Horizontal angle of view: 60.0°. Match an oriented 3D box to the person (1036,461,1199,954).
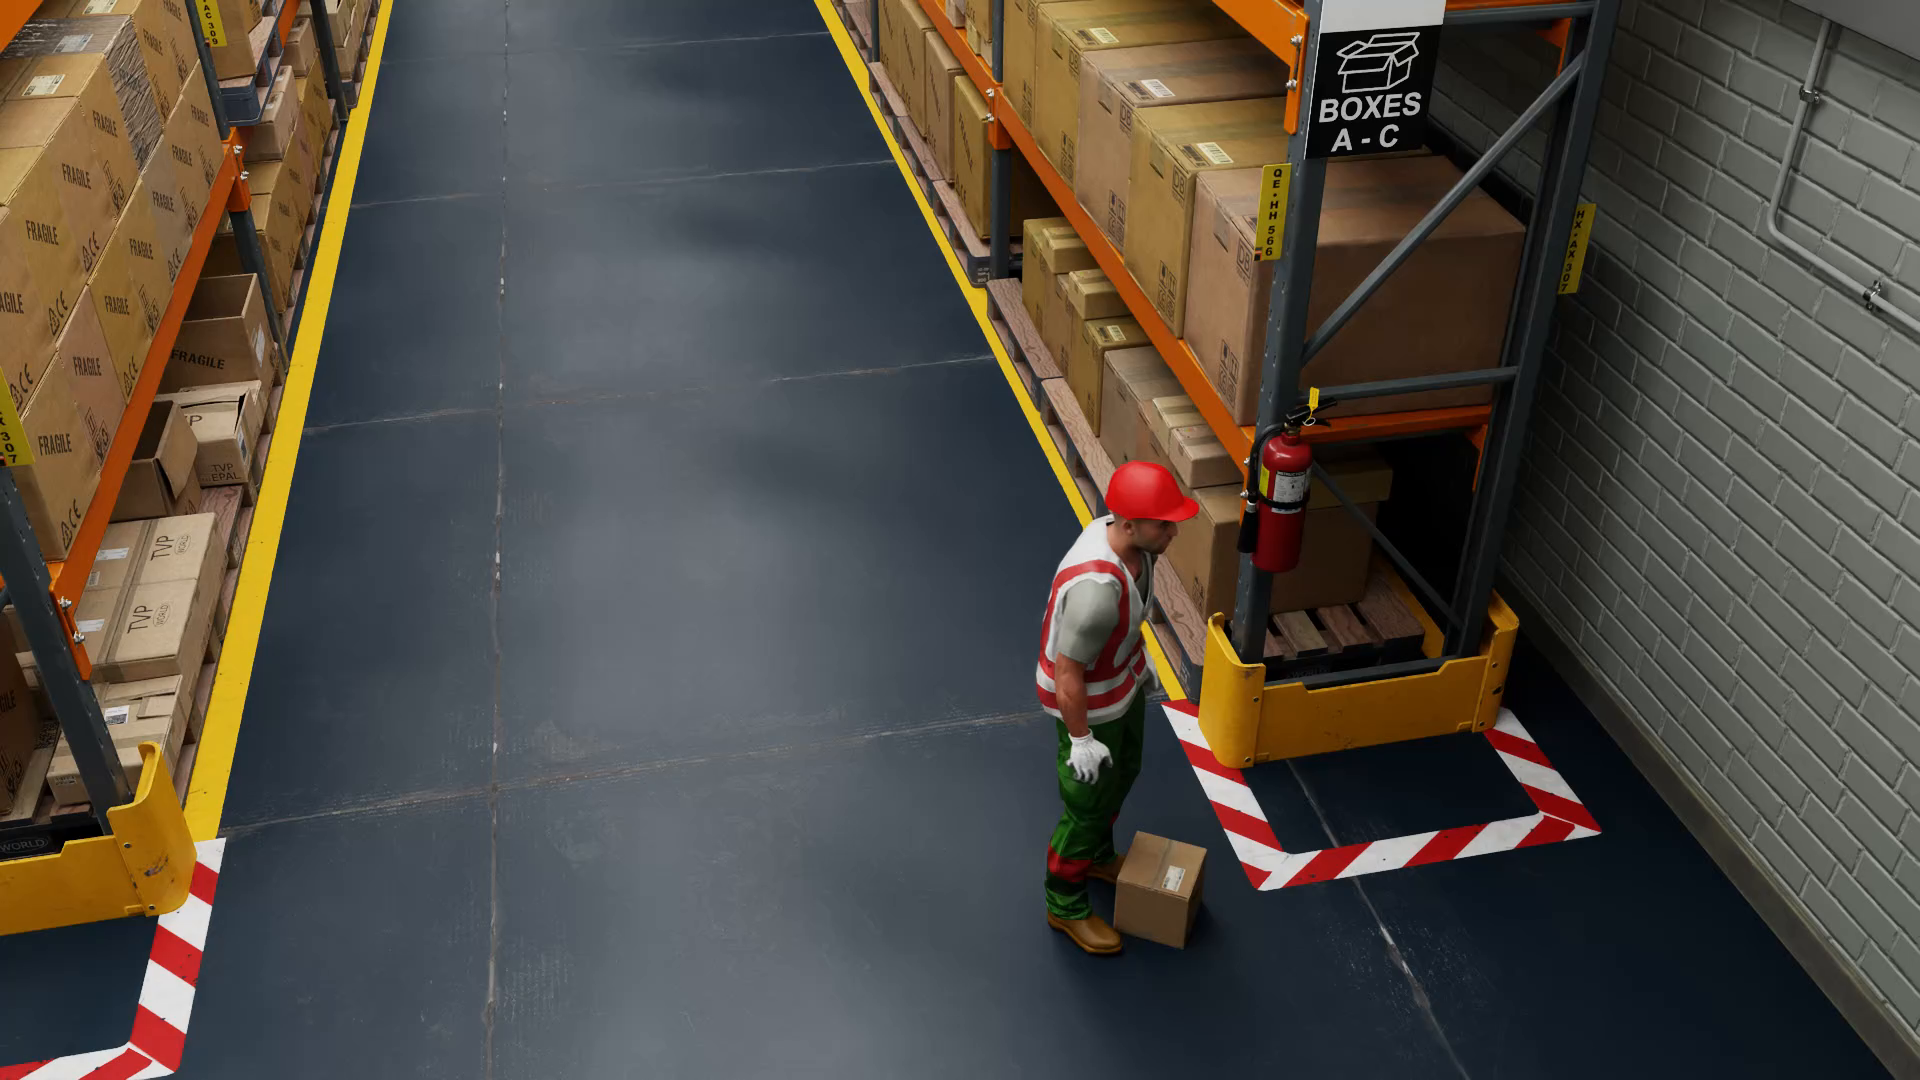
[{"bbox_3d":[0.483,0.515,5.366,0.452,1.779,0.607,15,37,20],"label":"person"}]
